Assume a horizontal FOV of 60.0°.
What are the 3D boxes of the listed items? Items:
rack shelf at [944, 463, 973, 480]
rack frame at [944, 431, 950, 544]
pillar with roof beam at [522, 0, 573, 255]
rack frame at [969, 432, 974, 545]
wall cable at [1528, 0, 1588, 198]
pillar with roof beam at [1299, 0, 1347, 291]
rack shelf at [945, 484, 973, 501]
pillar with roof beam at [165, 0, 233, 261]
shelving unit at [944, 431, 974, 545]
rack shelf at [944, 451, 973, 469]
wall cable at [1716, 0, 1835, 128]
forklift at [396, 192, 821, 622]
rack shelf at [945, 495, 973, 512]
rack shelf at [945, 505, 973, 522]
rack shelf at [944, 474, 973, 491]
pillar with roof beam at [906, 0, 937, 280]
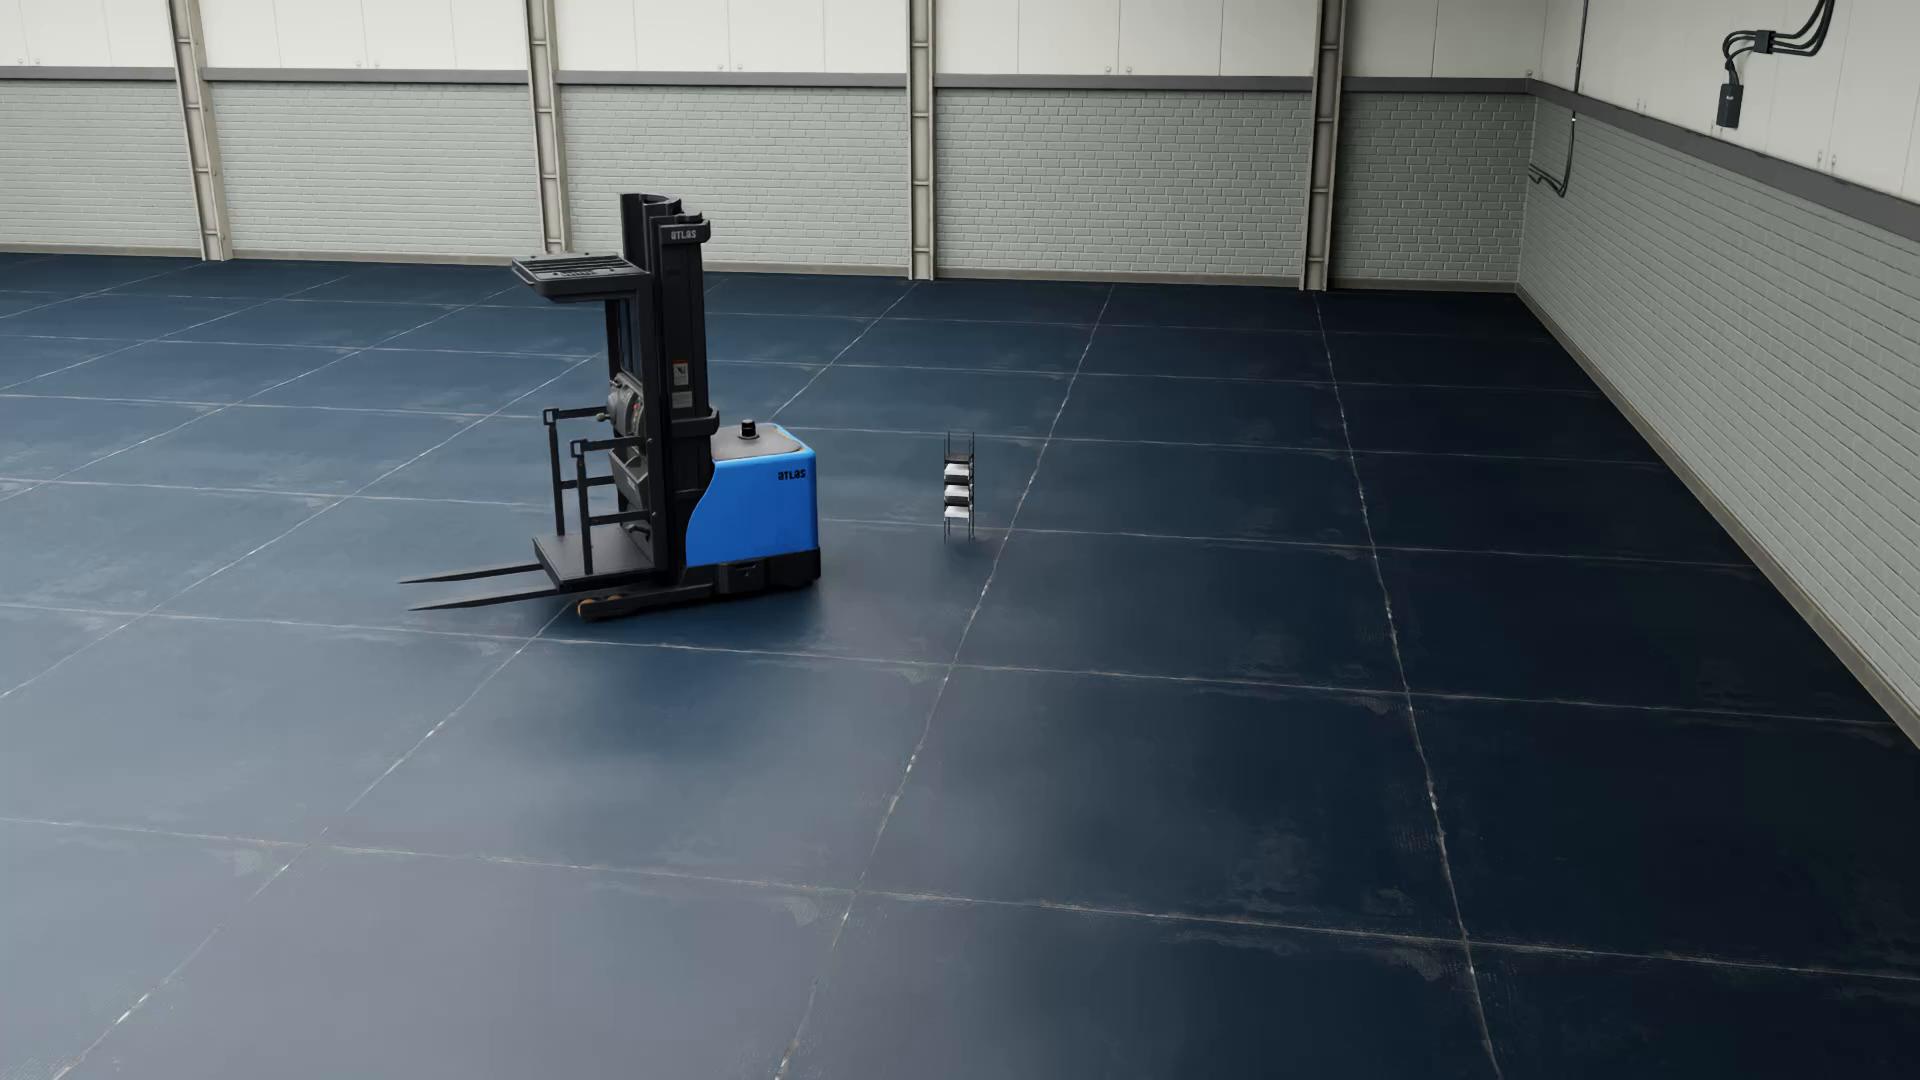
[{"bbox_3d":[-0.008,-0.566,13.615,0.200,0.077,0.258,3,19,9],"label":"rack shelf"},{"bbox_3d":[-0.108,-0.432,13.677,0.006,0.900,0.240,3,19,9],"label":"rack frame"},{"bbox_3d":[-7.190,-7.325,21.513,0.400,9.000,9.100,3,19,9],"label":"pillar with roof beam"},{"bbox_3d":[0.092,-0.422,13.646,0.006,0.900,0.240,3,19,9],"label":"rack frame"},{"bbox_3d":[8.039,-6.034,22.550,0.112,2.526,3.097,3,19,9],"label":"wall cable"},{"bbox_3d":[4.658,-6.721,19.708,0.400,9.000,9.100,3,19,9],"label":"pillar with roof beam"},{"bbox_3d":[-0.008,-0.396,13.672,0.200,0.077,0.258,3,19,9],"label":"rack shelf"},{"bbox_3d":[-13.114,-7.627,22.415,0.400,9.000,9.100,3,19,9],"label":"pillar with roof beam"},{"bbox_3d":[-0.008,-0.427,13.662,0.210,0.900,0.258,3,19,9],"label":"shelving unit"},{"bbox_3d":[-0.008,-0.652,13.586,0.200,0.077,0.258,3,19,9],"label":"rack shelf"},{"bbox_3d":[6.518,-6.146,12.631,0.169,6.003,2.305,3,19,9],"label":"wall cable"},{"bbox_3d":[-2.628,-0.984,12.126,3.031,2.935,1.130,-8,20,-23],"label":"forklift"},{"bbox_3d":[-0.008,-0.310,13.701,0.200,0.077,0.258,3,19,9],"label":"rack shelf"},{"bbox_3d":[-0.008,-0.225,13.729,0.200,0.077,0.258,3,19,9],"label":"rack shelf"},{"bbox_3d":[-0.008,-0.481,13.644,0.200,0.077,0.258,3,19,9],"label":"rack shelf"},{"bbox_3d":[-1.266,-7.023,20.610,0.400,9.000,9.100,3,19,9],"label":"pillar with roof beam"}]
